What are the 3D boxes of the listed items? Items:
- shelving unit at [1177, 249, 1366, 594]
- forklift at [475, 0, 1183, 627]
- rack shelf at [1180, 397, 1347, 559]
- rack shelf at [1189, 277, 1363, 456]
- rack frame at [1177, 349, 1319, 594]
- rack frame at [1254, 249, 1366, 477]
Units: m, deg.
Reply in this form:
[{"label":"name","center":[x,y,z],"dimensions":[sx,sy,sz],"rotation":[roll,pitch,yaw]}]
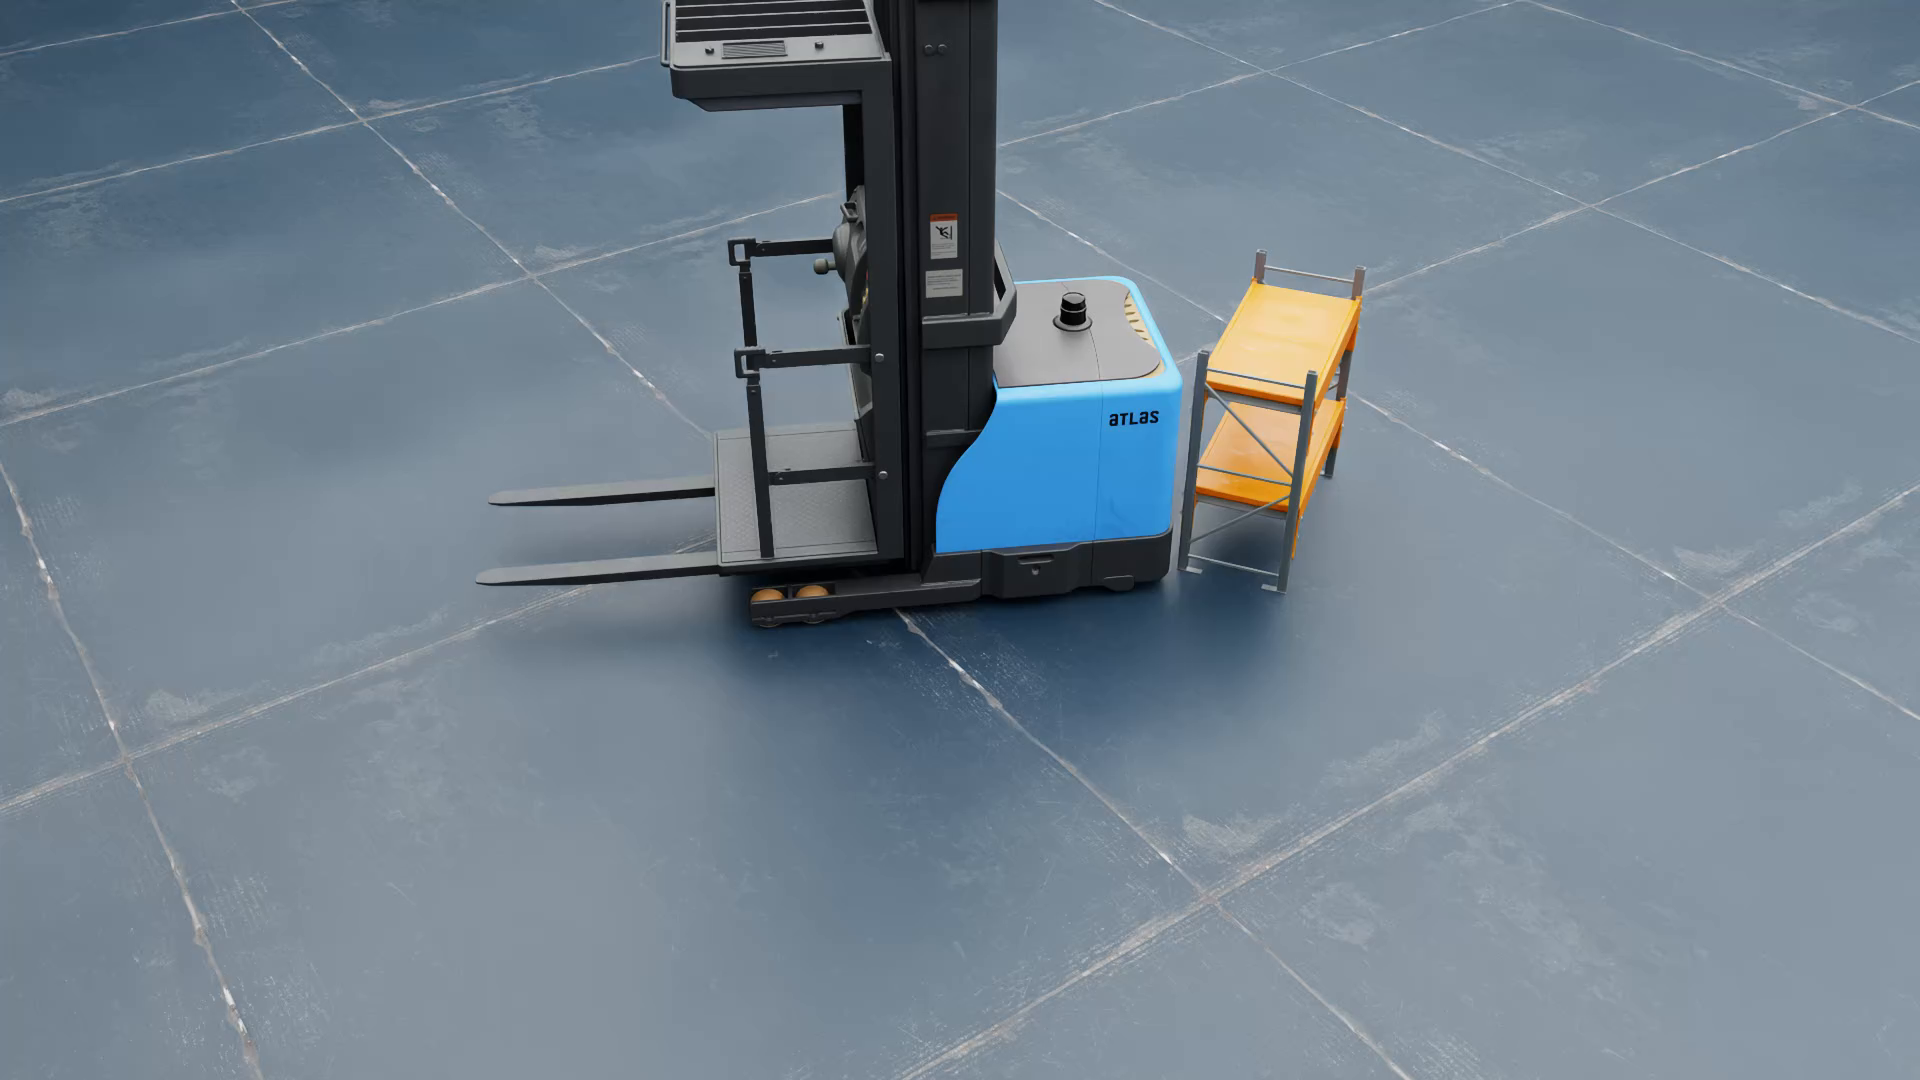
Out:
[{"label":"shelving unit","center":[1.415,-0.552,7.554],"dimensions":[0.538,1.125,1.048],"rotation":[13,38,18]},{"label":"forklift","center":[-0.621,-1.140,6.825],"dimensions":[3.031,2.935,1.130],"rotation":[-5,36,-6]},{"label":"rack shelf","center":[1.415,-0.354,7.697],"dimensions":[0.538,0.278,1.000],"rotation":[13,38,18]},{"label":"rack shelf","center":[1.415,-0.790,7.384],"dimensions":[0.538,0.278,1.000],"rotation":[13,38,18]},{"label":"rack frame","center":[1.225,-0.277,7.172],"dimensions":[0.500,1.125,0.032],"rotation":[13,38,18]},{"label":"rack frame","center":[1.606,-0.827,7.937],"dimensions":[0.500,1.125,0.032],"rotation":[13,38,18]}]
